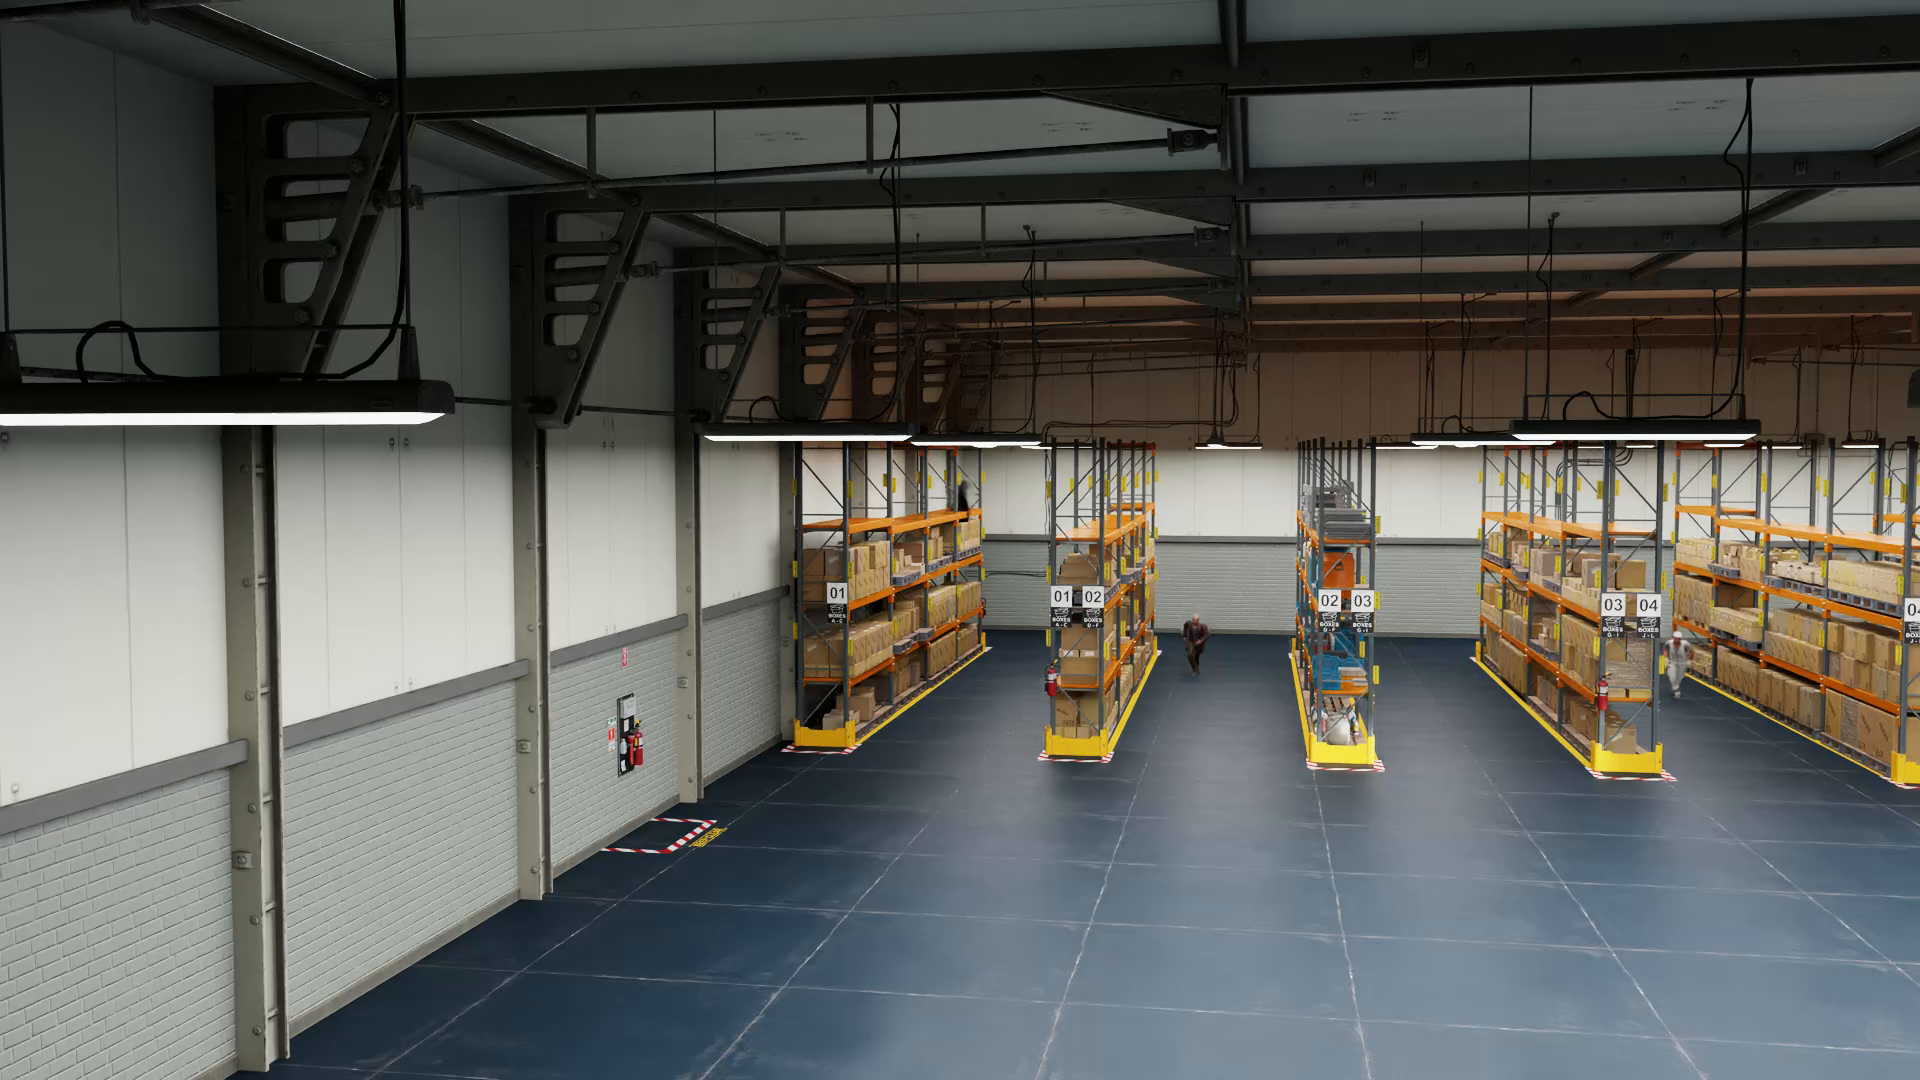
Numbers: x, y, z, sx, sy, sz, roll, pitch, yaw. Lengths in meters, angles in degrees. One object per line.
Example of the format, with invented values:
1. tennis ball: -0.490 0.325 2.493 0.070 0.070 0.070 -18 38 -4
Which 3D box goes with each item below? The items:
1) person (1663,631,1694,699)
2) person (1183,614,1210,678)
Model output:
1. person: 16.670 2.883 38.607 0.664 1.601 1.022 1 3 24
2. person: 6.068 2.668 42.602 0.707 1.622 1.105 1 3 14
